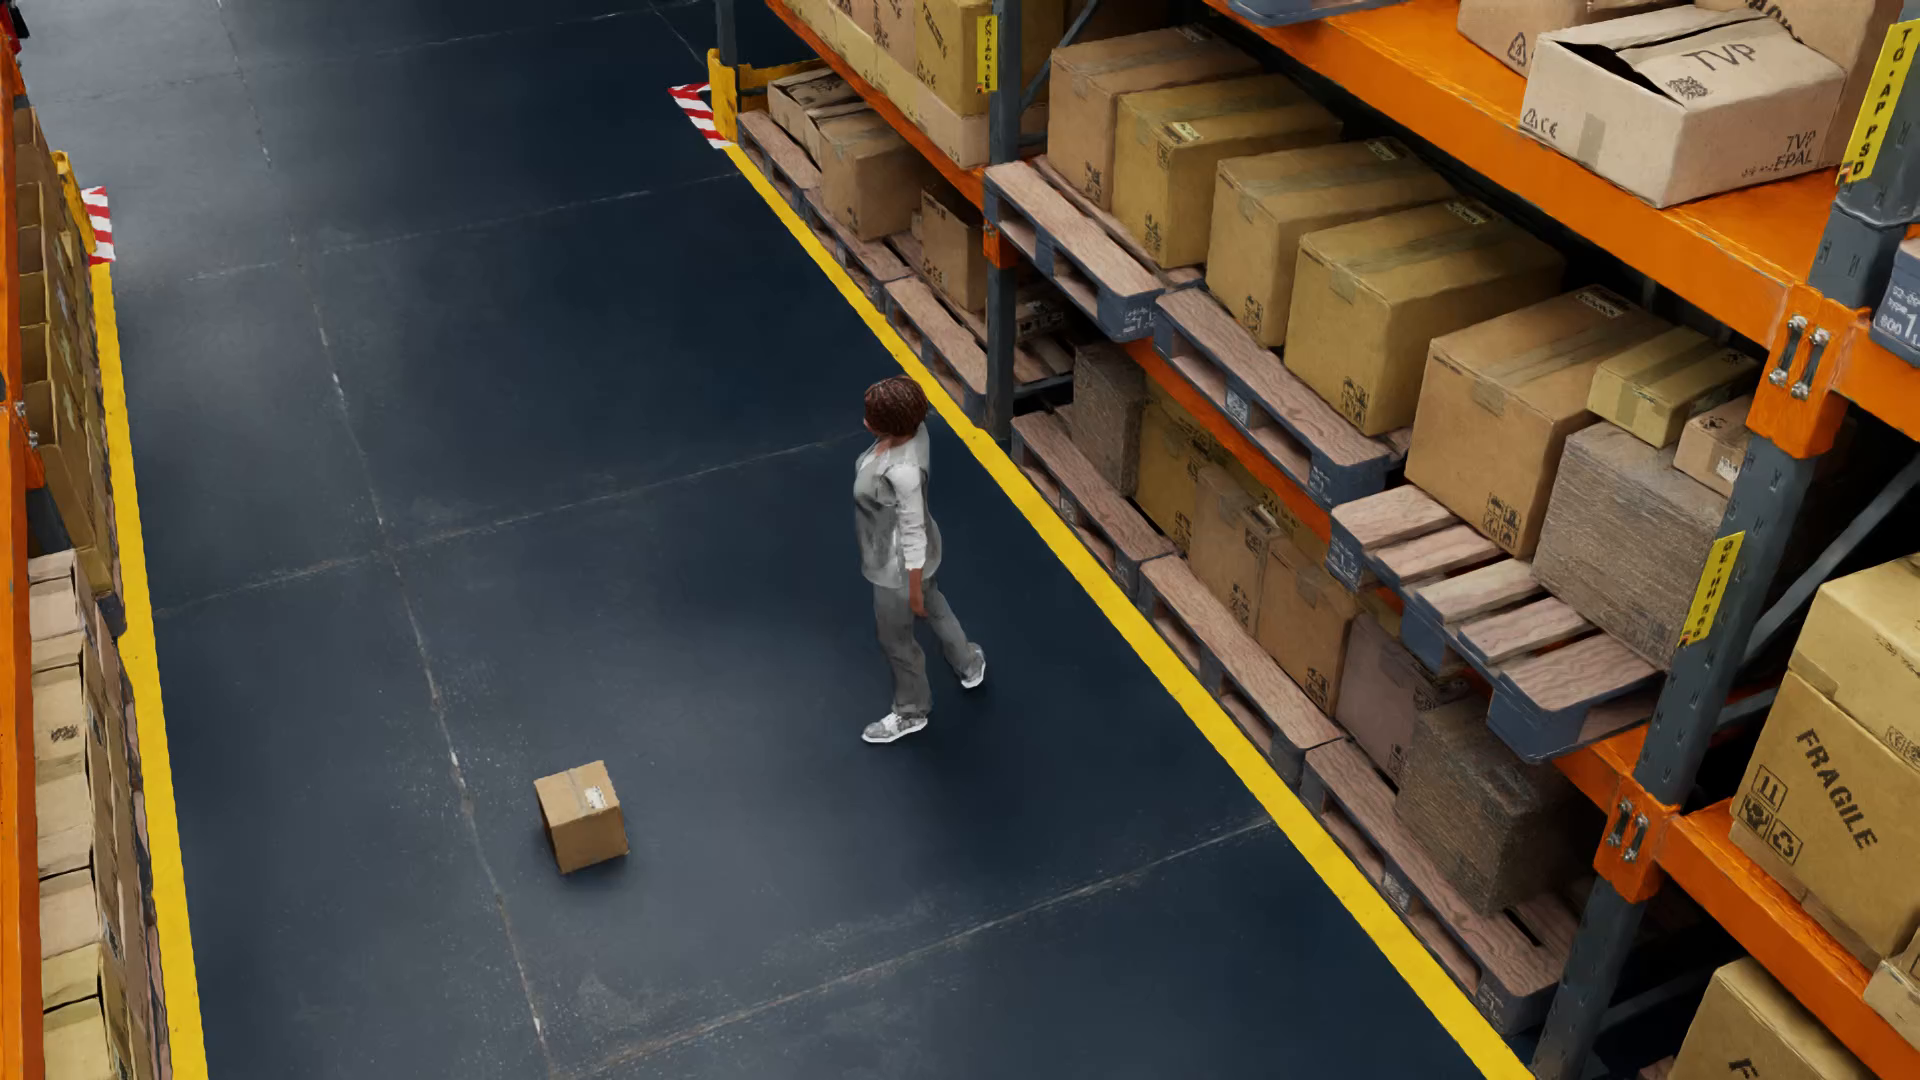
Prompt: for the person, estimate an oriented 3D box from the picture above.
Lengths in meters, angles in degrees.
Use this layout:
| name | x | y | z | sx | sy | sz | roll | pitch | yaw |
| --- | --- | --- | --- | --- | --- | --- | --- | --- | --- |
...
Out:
| name | x | y | z | sx | sy | sz | roll | pitch | yaw |
| --- | --- | --- | --- | --- | --- | --- | --- | --- | --- |
| person | -0.140 | 0.030 | 6.155 | 0.449 | 1.549 | 0.592 | 5 | 38 | 6 |
